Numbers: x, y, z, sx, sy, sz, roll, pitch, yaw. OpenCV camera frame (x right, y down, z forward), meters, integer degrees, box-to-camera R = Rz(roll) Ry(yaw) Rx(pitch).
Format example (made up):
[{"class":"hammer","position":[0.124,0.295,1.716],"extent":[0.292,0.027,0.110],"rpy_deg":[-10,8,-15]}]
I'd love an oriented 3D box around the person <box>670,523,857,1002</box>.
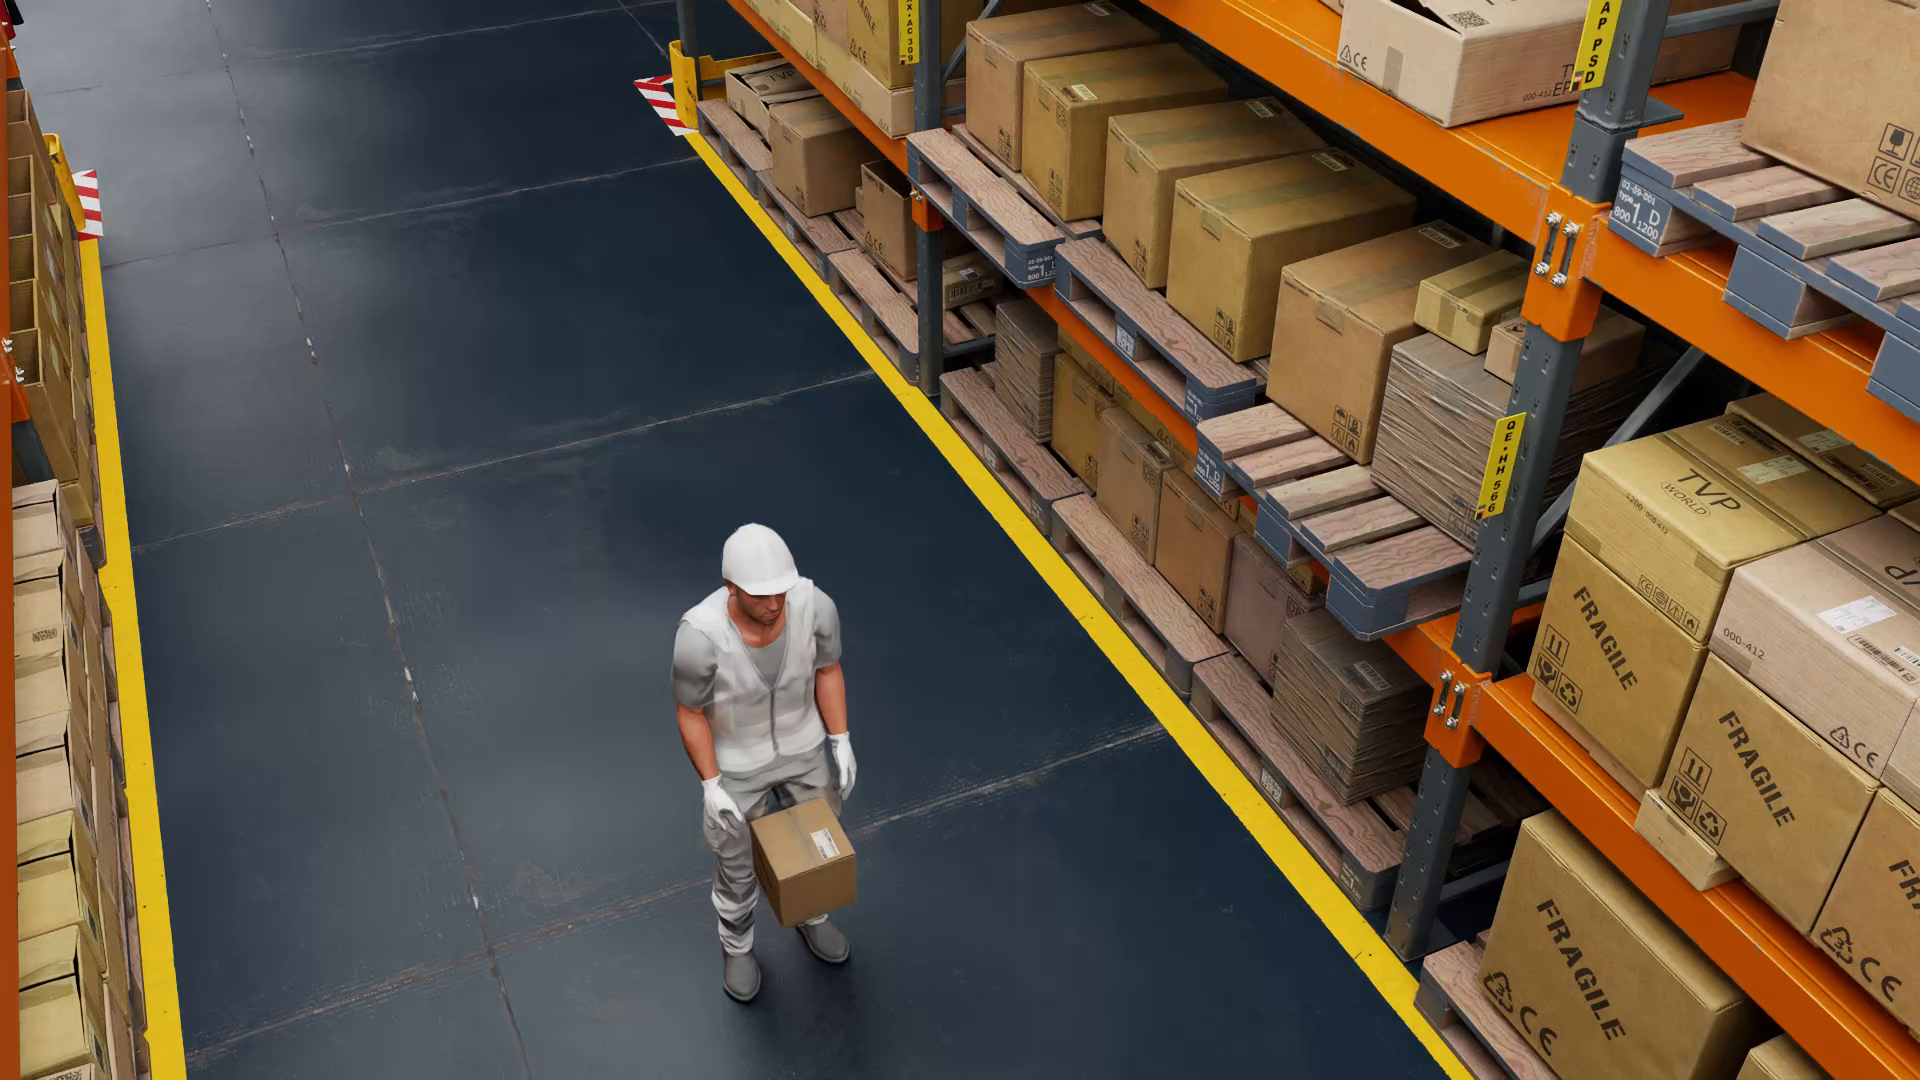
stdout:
[{"class":"person","position":[-0.598,0.679,5.227],"extent":[0.544,1.788,0.414],"rpy_deg":[-17,40,-21]}]
